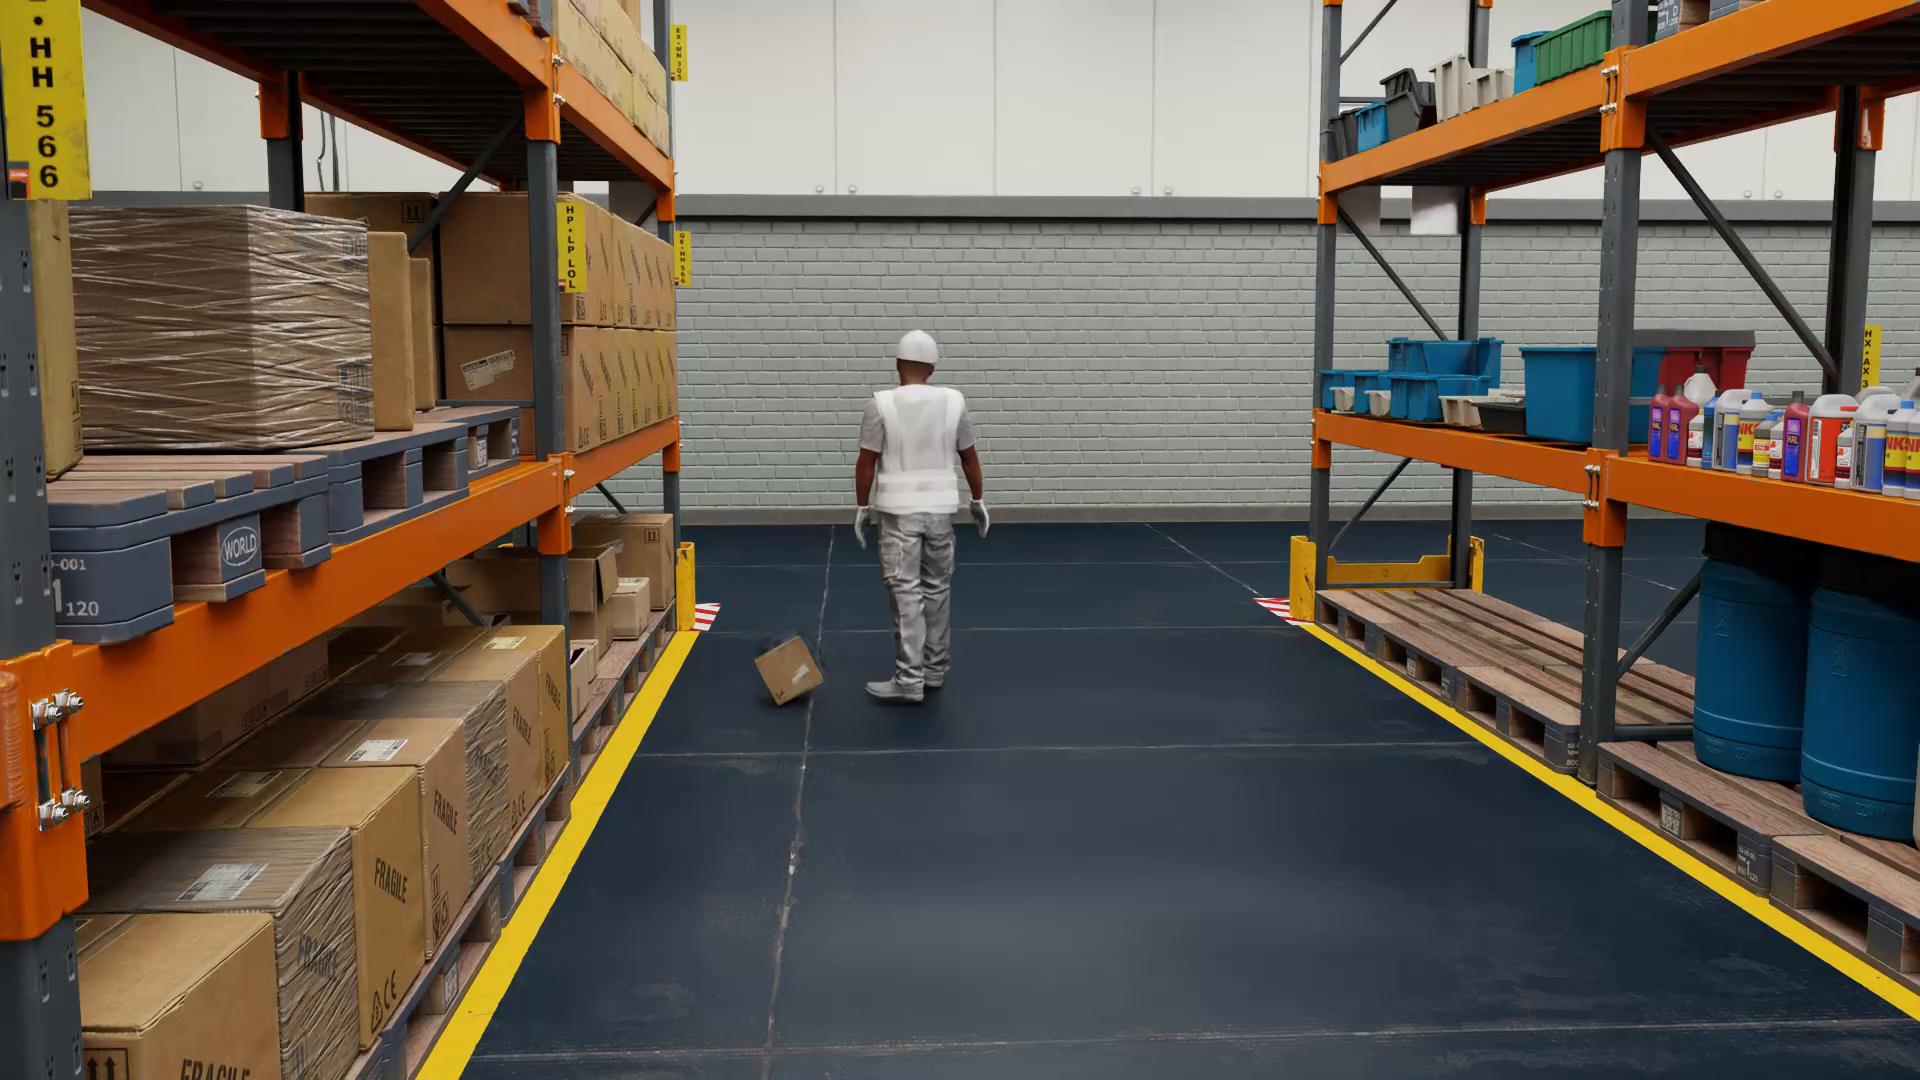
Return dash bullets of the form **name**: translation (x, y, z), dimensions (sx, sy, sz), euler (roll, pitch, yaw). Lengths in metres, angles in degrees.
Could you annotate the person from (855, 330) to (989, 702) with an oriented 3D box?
- **person**: translation (-0.193, -0.136, 8.202), dimensions (0.701, 1.785, 0.635), euler (-3, 7, -23)
